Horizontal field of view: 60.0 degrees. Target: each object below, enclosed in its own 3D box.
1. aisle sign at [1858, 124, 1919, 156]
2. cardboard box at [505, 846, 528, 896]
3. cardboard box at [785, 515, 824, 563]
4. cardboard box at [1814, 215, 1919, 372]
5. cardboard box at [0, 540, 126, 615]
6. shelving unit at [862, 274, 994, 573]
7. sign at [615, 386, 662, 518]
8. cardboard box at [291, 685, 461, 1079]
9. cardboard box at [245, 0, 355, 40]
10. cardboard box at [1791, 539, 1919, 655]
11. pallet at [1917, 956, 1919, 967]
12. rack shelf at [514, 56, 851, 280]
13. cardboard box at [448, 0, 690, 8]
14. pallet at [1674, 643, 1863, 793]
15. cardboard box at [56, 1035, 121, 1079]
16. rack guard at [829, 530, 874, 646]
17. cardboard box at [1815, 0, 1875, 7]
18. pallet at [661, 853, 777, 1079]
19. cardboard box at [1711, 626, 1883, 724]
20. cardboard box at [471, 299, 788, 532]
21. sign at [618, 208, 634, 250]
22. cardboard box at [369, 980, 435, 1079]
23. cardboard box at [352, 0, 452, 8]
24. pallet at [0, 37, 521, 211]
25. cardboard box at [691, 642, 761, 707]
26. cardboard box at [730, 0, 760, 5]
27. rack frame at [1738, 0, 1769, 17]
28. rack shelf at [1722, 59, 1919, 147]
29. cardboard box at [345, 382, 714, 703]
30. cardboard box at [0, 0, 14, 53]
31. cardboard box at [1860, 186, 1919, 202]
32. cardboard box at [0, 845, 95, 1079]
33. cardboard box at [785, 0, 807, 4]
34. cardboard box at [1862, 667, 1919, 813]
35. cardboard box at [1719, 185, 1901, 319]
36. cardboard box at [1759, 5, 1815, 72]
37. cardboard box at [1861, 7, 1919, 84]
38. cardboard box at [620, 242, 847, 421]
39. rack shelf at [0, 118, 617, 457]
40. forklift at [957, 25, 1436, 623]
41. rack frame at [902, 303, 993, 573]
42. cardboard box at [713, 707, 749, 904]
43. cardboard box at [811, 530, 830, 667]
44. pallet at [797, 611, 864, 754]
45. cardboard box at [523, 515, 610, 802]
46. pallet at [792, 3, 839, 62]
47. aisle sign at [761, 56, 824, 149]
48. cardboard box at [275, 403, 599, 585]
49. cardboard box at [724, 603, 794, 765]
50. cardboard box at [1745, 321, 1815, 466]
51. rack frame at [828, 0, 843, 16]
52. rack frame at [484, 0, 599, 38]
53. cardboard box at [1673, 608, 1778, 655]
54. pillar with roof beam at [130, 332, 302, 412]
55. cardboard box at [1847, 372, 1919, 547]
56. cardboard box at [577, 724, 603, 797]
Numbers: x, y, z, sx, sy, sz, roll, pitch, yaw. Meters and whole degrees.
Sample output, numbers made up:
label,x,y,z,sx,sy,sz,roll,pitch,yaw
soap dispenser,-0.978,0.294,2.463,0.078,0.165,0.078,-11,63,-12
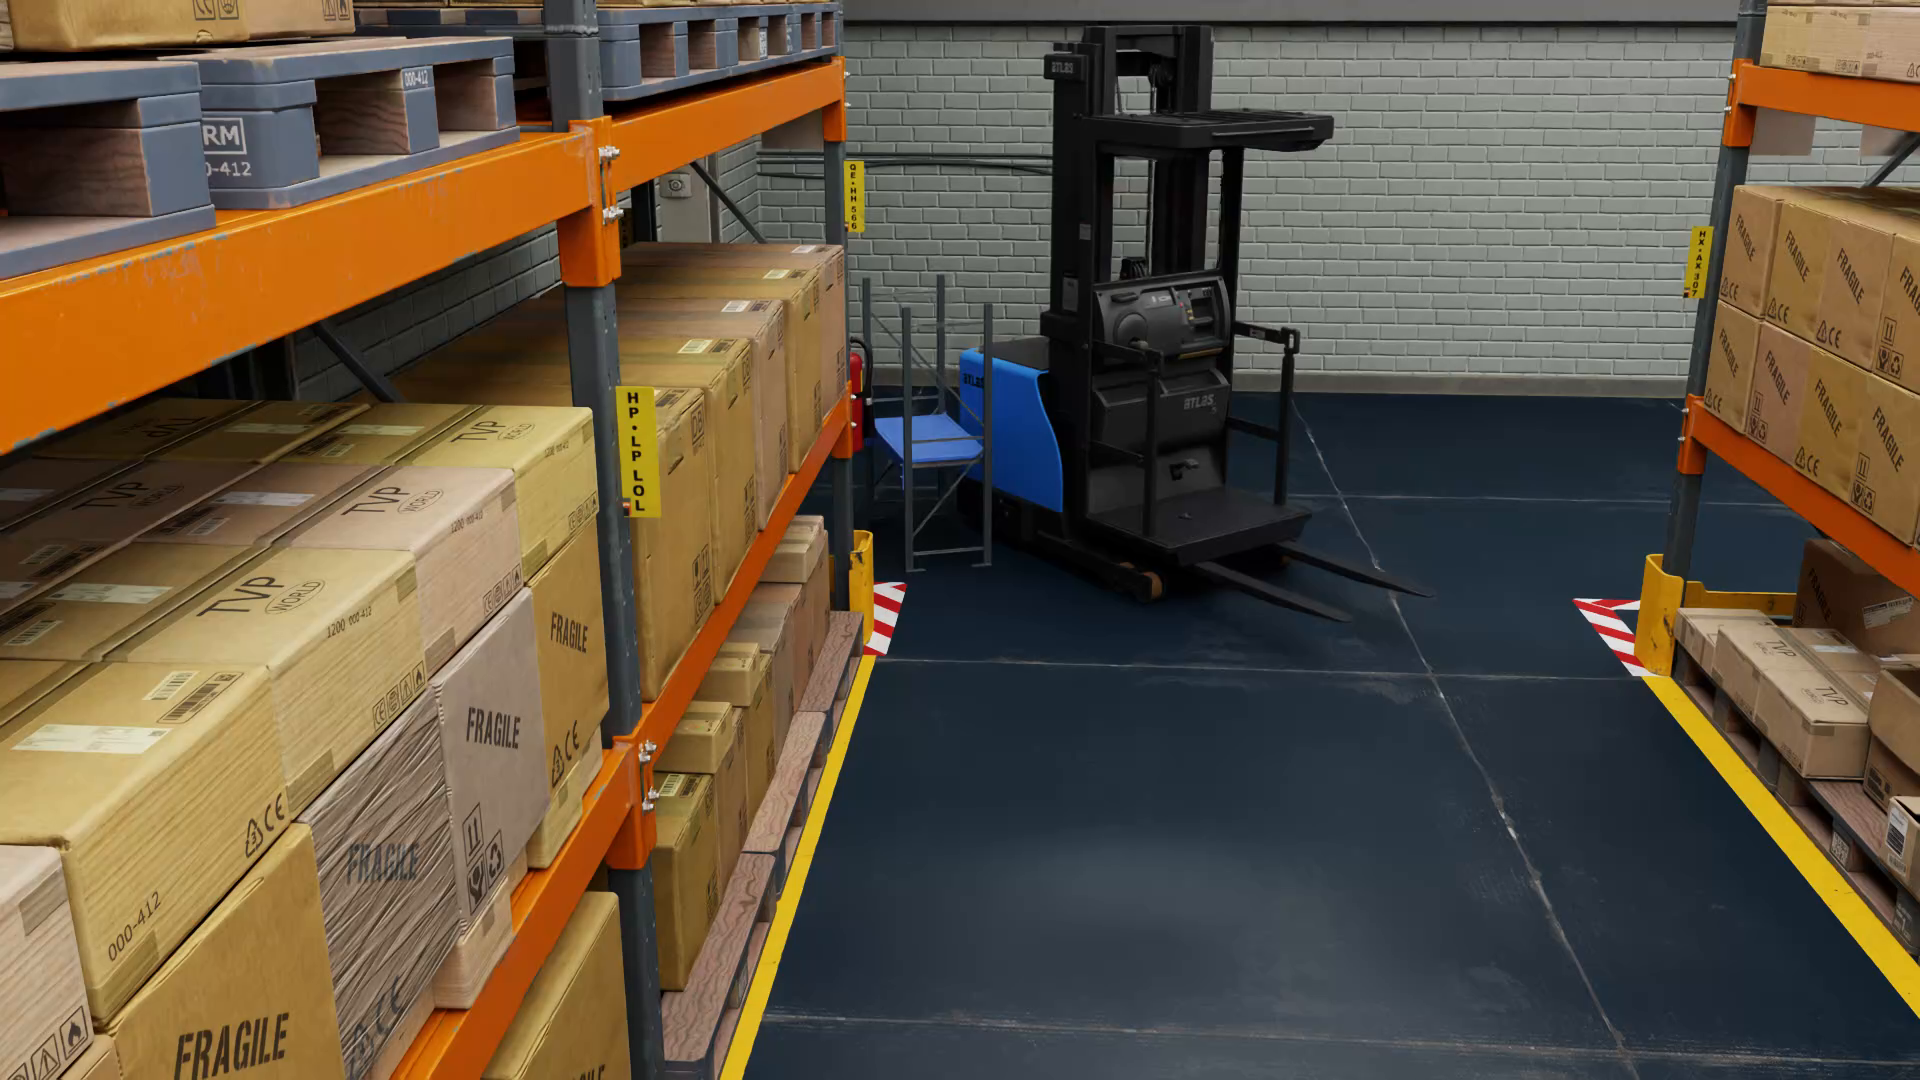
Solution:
label,x,y,z,sx,sy,sz,roll,pitch,yaw
aisle sign,4.217,-2.090,7.309,0.394,0.787,0.004,1,18,4
cardboard box,-1.121,0.672,3.426,0.380,0.149,0.250,2,18,6
cardboard box,-0.813,-0.006,7.423,0.380,0.149,0.250,1,18,3
cardboard box,3.541,-0.913,6.127,0.500,0.500,0.500,2,18,5
cardboard box,-1.676,0.193,2.641,0.500,0.250,0.500,1,18,2
shelving unit,-0.201,-0.704,9.664,0.538,1.500,1.048,-5,19,-14
sign,-0.780,-0.211,4.017,0.100,0.325,0.005,1,18,4
cardboard box,-1.174,0.558,2.733,0.500,0.500,0.500,1,18,4
cardboard box,-1.494,-1.119,2.835,0.700,0.500,0.500,0,18,1
cardboard box,4.113,0.313,7.459,0.500,0.500,0.500,1,18,4
pallet,3.670,1.514,4.964,1.003,0.211,1.213,1,18,4
rack shelf,-1.178,-1.412,5.754,1.077,0.370,4.000,1,18,4
cardboard box,-1.009,-1.517,4.325,0.500,0.250,0.500,1,18,4
pallet,3.845,0.756,7.277,1.003,0.211,1.213,1,18,4
cardboard box,-1.235,0.875,1.766,0.500,0.500,0.500,1,18,4
rack guard,-1.033,0.231,8.416,1.175,0.500,0.348,1,18,4
cardboard box,3.567,-2.123,6.206,0.500,0.250,0.500,1,18,4
pallet,-1.189,1.383,5.363,1.003,0.211,1.213,1,18,4
cardboard box,3.549,0.575,7.060,0.500,0.250,0.500,1,18,4
cardboard box,-1.166,-0.471,6.061,0.980,0.700,0.700,0,18,1
sign,-1.588,-1.413,7.901,0.100,0.325,0.005,1,18,4
cardboard box,-1.165,0.830,2.944,0.380,0.149,0.250,1,18,4
cardboard box,-1.506,-1.526,4.353,0.500,0.250,0.500,1,18,4
pallet,-1.338,-0.756,2.903,0.805,0.209,1.217,1,18,2
cardboard box,-0.922,0.478,5.945,0.380,0.149,0.250,1,18,2
cardboard box,-0.929,-1.835,5.294,0.500,0.250,0.500,1,18,2
rack frame,3.906,-3.691,6.736,1.000,3.000,0.127,1,18,4
rack shelf,3.763,-1.303,5.420,1.077,0.370,4.000,1,18,4
cardboard box,-1.266,-0.018,4.679,0.980,0.700,0.700,2,18,5
cardboard box,-1.569,-0.790,1.833,0.700,0.500,0.500,1,18,4
cardboard box,4.149,-1.219,7.059,0.500,0.500,0.500,1,18,3
cardboard box,-1.249,0.523,1.636,0.500,0.250,0.500,1,18,4
cardboard box,-0.859,-2.156,6.274,0.500,0.250,0.500,1,18,2
cardboard box,3.749,0.796,5.980,0.797,0.503,0.637,1,18,4
cardboard box,3.612,-1.231,7.097,0.500,0.500,0.500,2,18,6
cardboard box,3.616,-2.041,6.757,0.500,0.250,0.500,1,18,4
cardboard box,3.533,-1.730,5.810,0.500,0.250,0.500,1,18,4
cardboard box,-1.061,-0.934,7.474,0.980,0.700,0.700,2,18,6
rack shelf,-1.465,-0.170,1.962,1.077,0.370,4.000,1,18,4
forklift,1.246,-1.229,8.968,1.130,2.935,3.031,-13,22,-34
rack frame,-0.067,-0.552,9.198,0.500,1.500,0.032,-5,19,-14
cardboard box,-1.126,0.895,5.715,0.700,0.500,0.500,1,18,3
cardboard box,-0.985,0.258,7.658,0.700,0.500,0.500,1,18,4
pallet,-1.014,0.625,7.675,1.003,0.211,1.213,1,18,4
cardboard box,-1.103,0.243,3.693,0.500,0.500,0.500,1,18,3
pallet,-1.077,-2.102,6.847,1.003,0.211,1.213,1,18,4
aisle sign,-0.730,-2.201,7.647,0.394,0.787,0.004,1,18,4
cardboard box,-1.100,-0.111,3.571,0.500,0.250,0.500,2,18,5
cardboard box,-1.056,0.570,6.707,0.700,0.500,0.500,1,18,2
cardboard box,3.580,-0.596,6.763,0.500,0.500,0.500,1,18,3
rack frame,-1.035,-3.801,7.070,1.000,3.000,0.127,1,18,4
rack frame,-1.321,-2.558,3.279,1.000,3.000,0.127,1,18,4
cardboard box,3.534,0.428,7.672,0.380,0.149,0.250,1,18,4
pillar with roof beam,2.160,-2.699,3.708,9.100,9.000,0.400,1,18,4
cardboard box,3.504,-0.285,5.814,0.500,0.500,0.500,2,18,5
cardboard box,-1.063,0.514,3.909,0.380,0.149,0.250,1,18,4
